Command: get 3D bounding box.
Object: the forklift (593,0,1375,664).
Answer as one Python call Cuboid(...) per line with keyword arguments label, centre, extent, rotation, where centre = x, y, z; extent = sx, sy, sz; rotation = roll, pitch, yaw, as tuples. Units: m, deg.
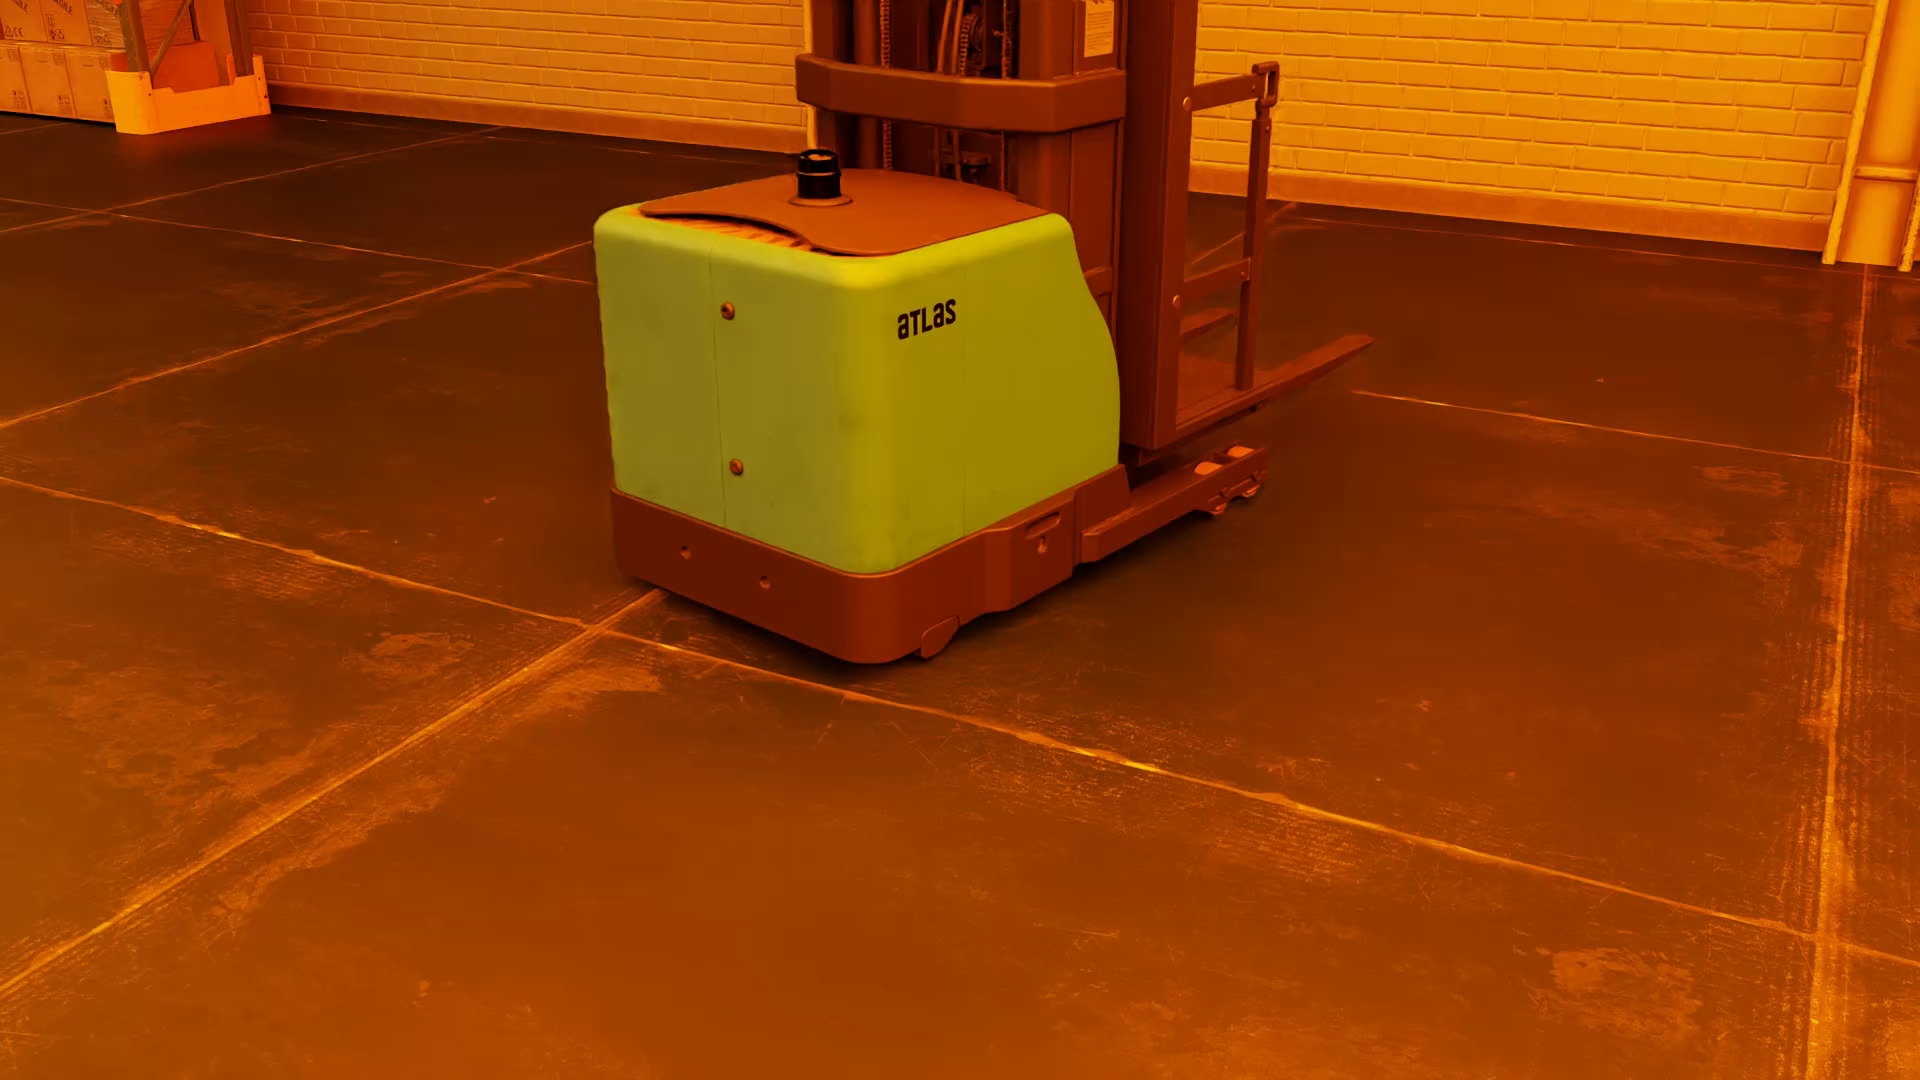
Cuboid(label="forklift", centre=(0.350, -1.541, 4.946), extent=(1.130, 2.935, 3.031), rotation=(18, 29, 36))
